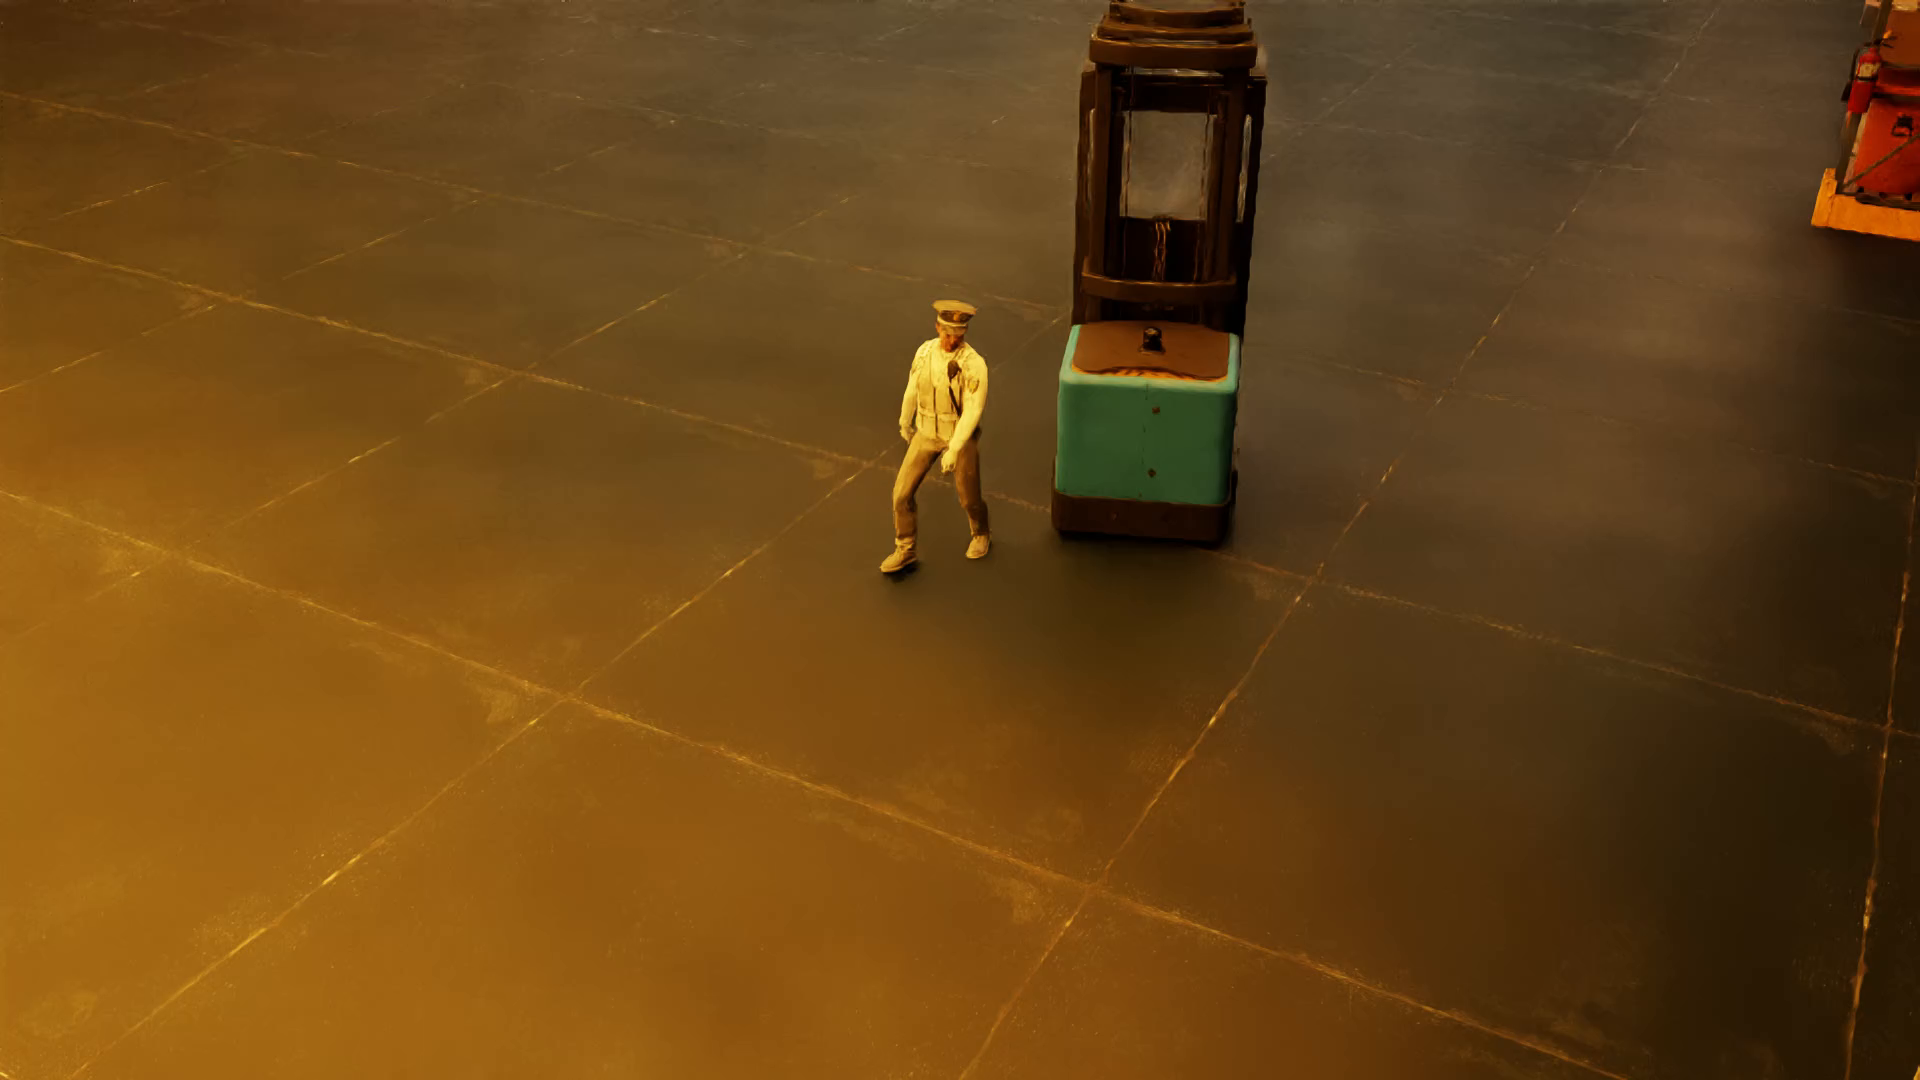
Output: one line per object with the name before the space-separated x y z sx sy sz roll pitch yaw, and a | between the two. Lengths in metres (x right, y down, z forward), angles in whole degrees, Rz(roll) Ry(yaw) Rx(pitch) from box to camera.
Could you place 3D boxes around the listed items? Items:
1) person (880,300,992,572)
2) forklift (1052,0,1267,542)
person | -0.116 -0.581 9.422 0.600 1.609 0.712 14 33 23
forklift | 1.294 -1.978 10.498 1.130 2.935 3.031 4 30 8
